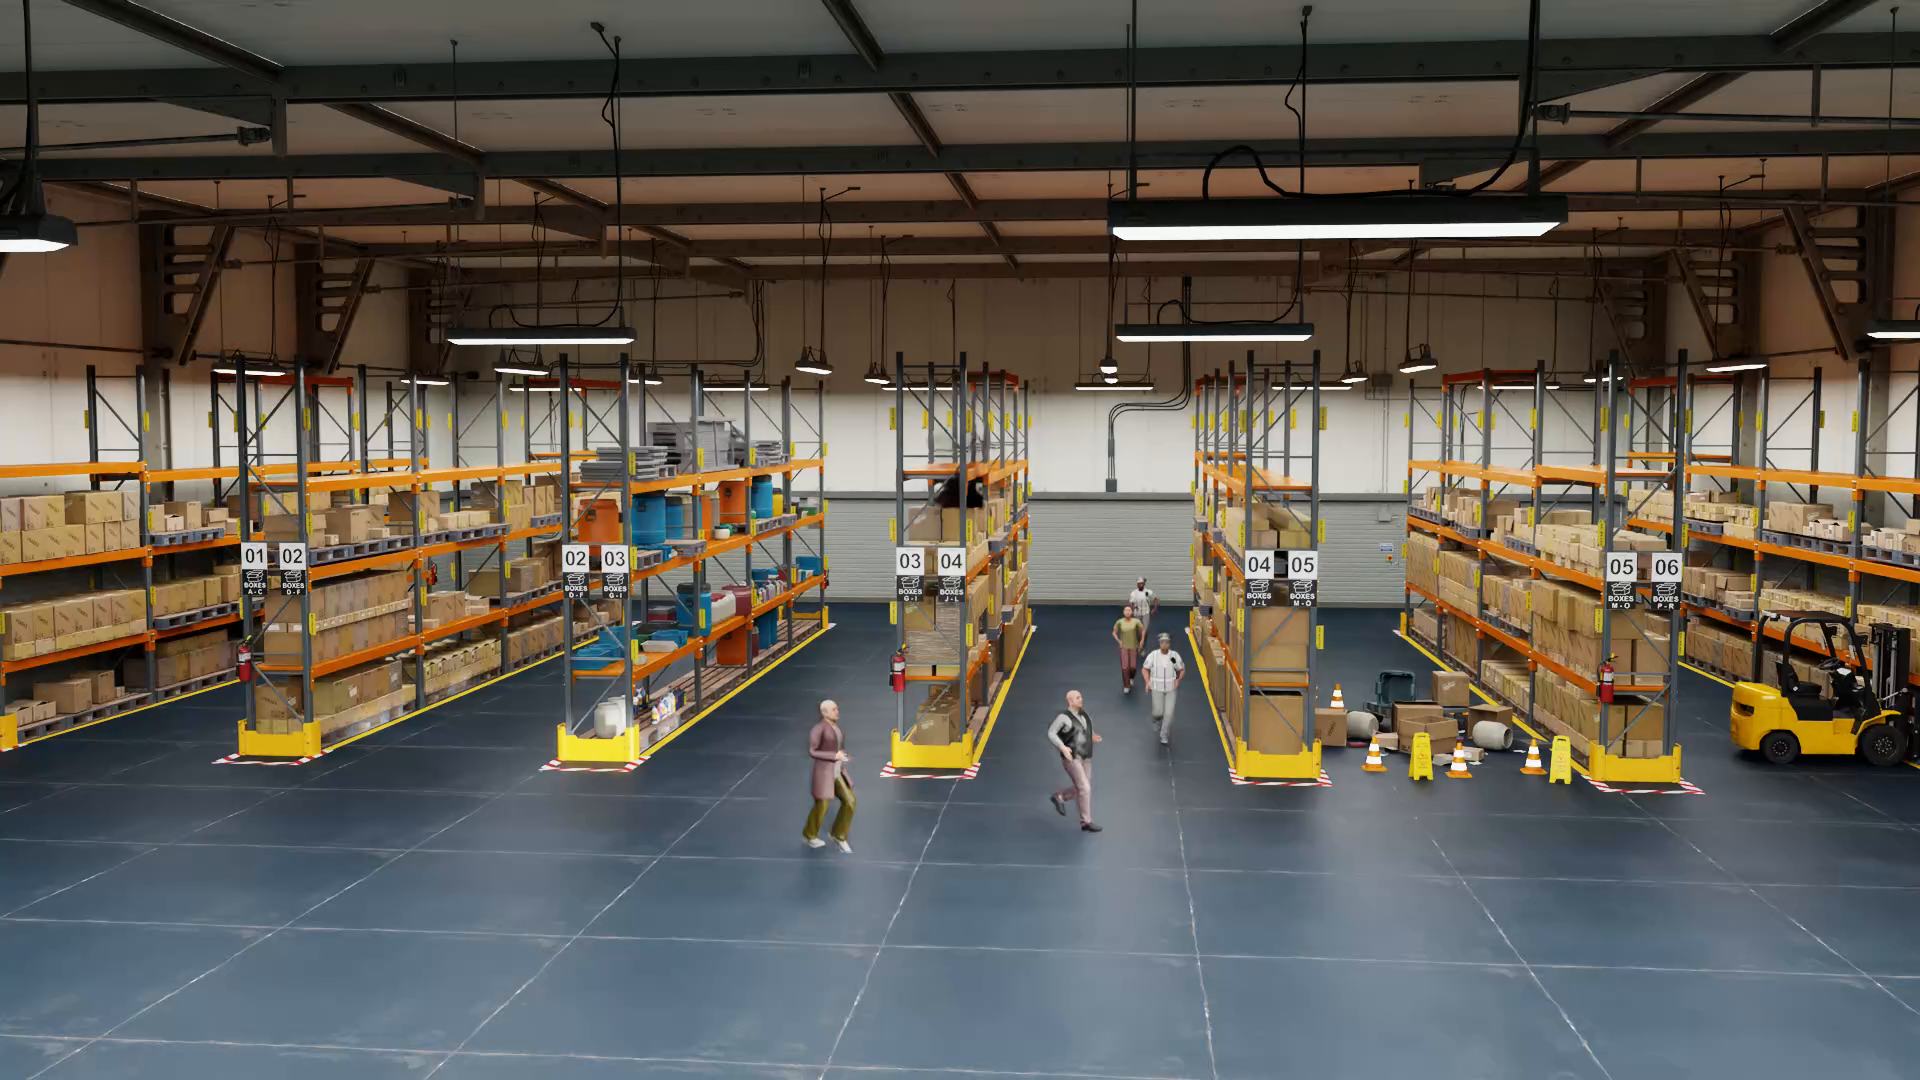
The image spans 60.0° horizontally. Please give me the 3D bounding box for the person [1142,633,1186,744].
[{"bbox_3d":[3.186,2.303,25.901,0.678,1.730,0.567,0,4,2],"label":"person"}]

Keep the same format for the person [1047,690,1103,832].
[{"bbox_3d":[1.414,2.695,20.467,0.896,1.698,0.668,4,6,43],"label":"person"}]

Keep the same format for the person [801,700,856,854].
[{"bbox_3d":[-1.526,2.764,19.270,0.822,1.829,0.687,3,5,37],"label":"person"}]

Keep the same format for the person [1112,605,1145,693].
[{"bbox_3d":[3.126,2.007,30.815,0.610,1.623,0.569,0,4,3],"label":"person"}]

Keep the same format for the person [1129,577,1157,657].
[{"bbox_3d":[3.913,1.646,35.686,0.572,1.728,0.734,1,4,13],"label":"person"}]
